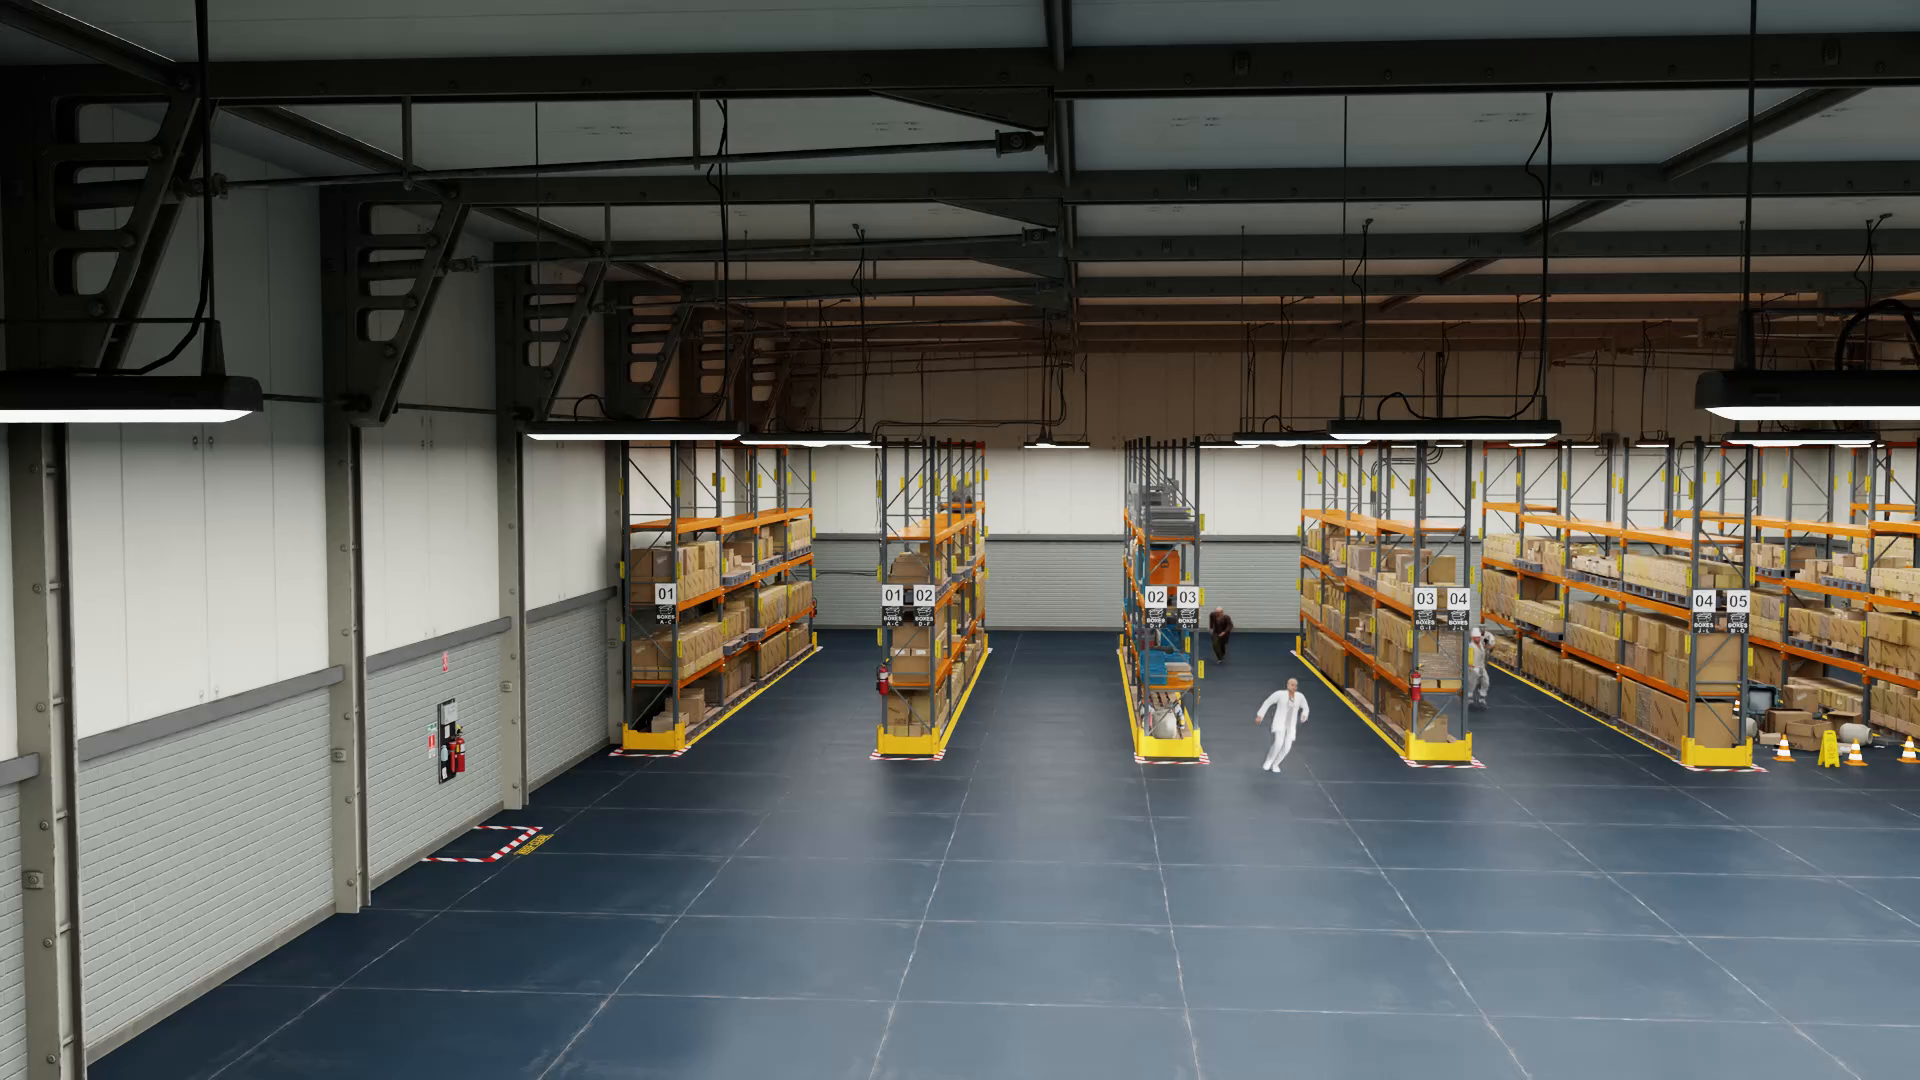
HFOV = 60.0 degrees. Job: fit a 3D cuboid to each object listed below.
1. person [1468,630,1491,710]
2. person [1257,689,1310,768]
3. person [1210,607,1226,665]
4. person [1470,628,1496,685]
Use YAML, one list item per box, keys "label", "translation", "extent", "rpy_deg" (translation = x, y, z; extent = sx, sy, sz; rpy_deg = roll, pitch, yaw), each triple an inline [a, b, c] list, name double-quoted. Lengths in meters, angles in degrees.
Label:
- label: "person"
  translation: [11.422, 2.882, 36.810]
  extent: [0.665, 1.801, 0.688]
  rpy_deg: [-1, 3, -26]
- label: "person"
  translation: [5.809, 3.371, 29.704]
  extent: [0.856, 1.432, 0.624]
  rpy_deg: [-1, 3, -16]
- label: "person"
  translation: [7.094, 2.556, 44.934]
  extent: [0.656, 1.583, 1.160]
  rpy_deg: [1, 3, 21]
- label: "person"
  translation: [12.892, 2.810, 41.016]
  extent: [0.654, 1.522, 1.175]
  rpy_deg: [1, 3, 24]
